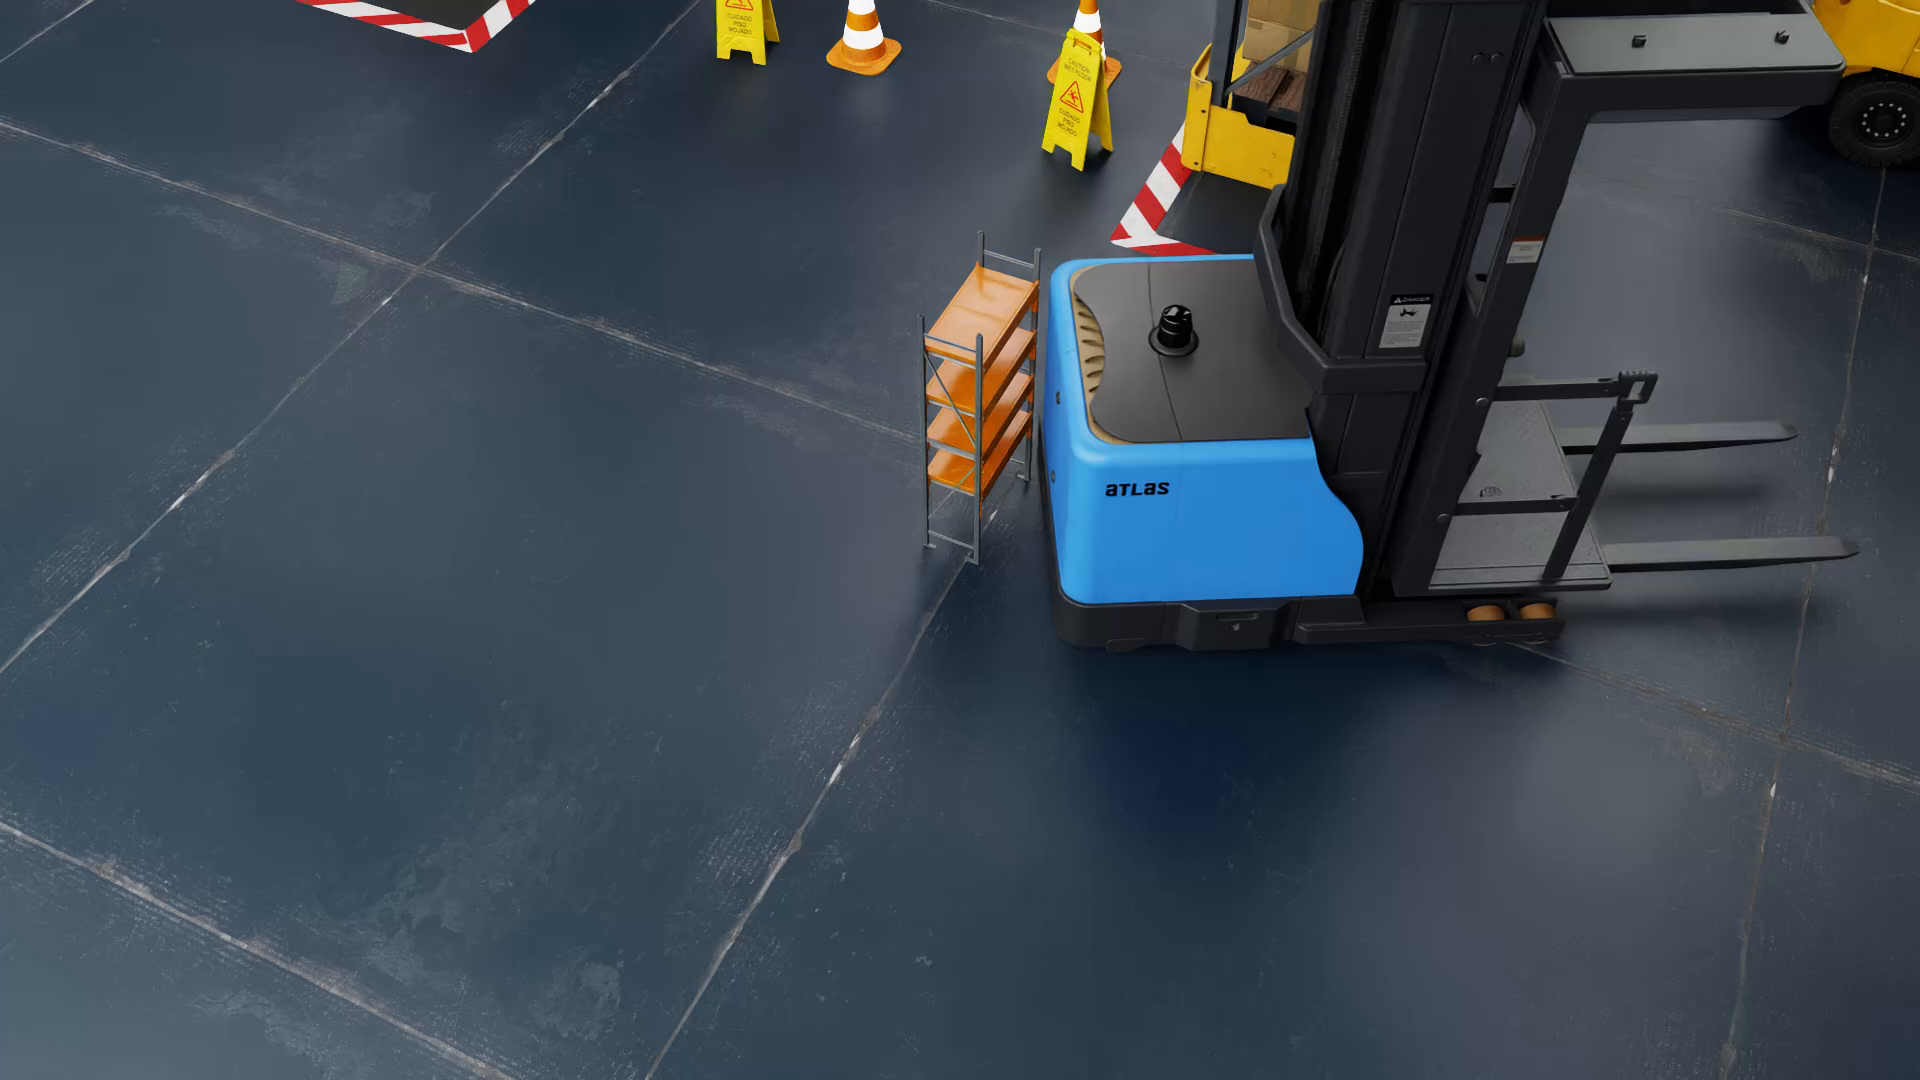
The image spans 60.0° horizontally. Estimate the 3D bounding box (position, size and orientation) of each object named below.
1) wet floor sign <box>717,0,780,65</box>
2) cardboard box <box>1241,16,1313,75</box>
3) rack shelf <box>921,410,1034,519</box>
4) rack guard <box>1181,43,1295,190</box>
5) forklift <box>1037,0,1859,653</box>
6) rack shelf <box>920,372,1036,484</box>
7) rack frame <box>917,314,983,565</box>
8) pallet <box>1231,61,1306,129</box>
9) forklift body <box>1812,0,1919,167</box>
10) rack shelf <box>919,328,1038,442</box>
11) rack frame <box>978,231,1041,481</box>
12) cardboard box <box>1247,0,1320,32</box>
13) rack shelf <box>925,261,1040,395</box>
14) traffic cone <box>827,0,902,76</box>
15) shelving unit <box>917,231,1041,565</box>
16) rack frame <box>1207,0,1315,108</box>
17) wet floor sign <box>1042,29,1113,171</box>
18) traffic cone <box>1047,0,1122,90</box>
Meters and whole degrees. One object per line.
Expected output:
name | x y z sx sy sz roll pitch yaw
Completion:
wet floor sign | -1.113 -2.795 8.520 0.267 0.644 0.232 12 51 10
cardboard box | 1.741 -2.587 8.326 0.500 0.250 0.500 20 52 16
rack shelf | 0.071 -0.331 6.408 0.258 0.148 0.480 20 52 16
rack guard | 1.661 -1.923 7.873 1.175 0.500 0.348 20 52 16
forklift | 1.846 -0.958 5.455 3.031 2.935 1.130 -2 50 -2
rack shelf | 0.071 -0.459 6.256 0.258 0.148 0.480 20 52 16
rack frame | -0.034 -0.335 6.062 0.240 1.200 0.015 20 52 16
pallet | 2.040 -2.378 8.450 1.003 0.211 1.213 20 52 16
forklift body | 5.278 -2.693 7.444 2.313 2.155 1.214 20 52 16
rack shelf | 0.071 -0.604 6.086 0.258 0.148 0.480 20 52 16
rack frame | 0.175 -0.671 6.348 0.240 1.200 0.015 20 52 16
cardboard box | 1.735 -2.806 8.020 0.500 0.500 0.500 20 53 16
rack shelf | 0.071 -0.757 5.906 0.258 0.148 0.480 20 52 16
traffic cone | -0.503 -2.702 8.560 0.336 0.463 0.334 20 52 16
shelving unit | 0.071 -0.503 6.205 0.258 1.200 0.503 20 52 16
rack frame | 1.628 -2.681 6.877 1.000 3.000 0.127 20 52 16
wet floor sign | 0.580 -2.135 7.958 0.232 0.644 0.267 -37 59 -27
traffic cone | 0.646 -2.575 8.452 0.336 0.463 0.334 20 52 16
